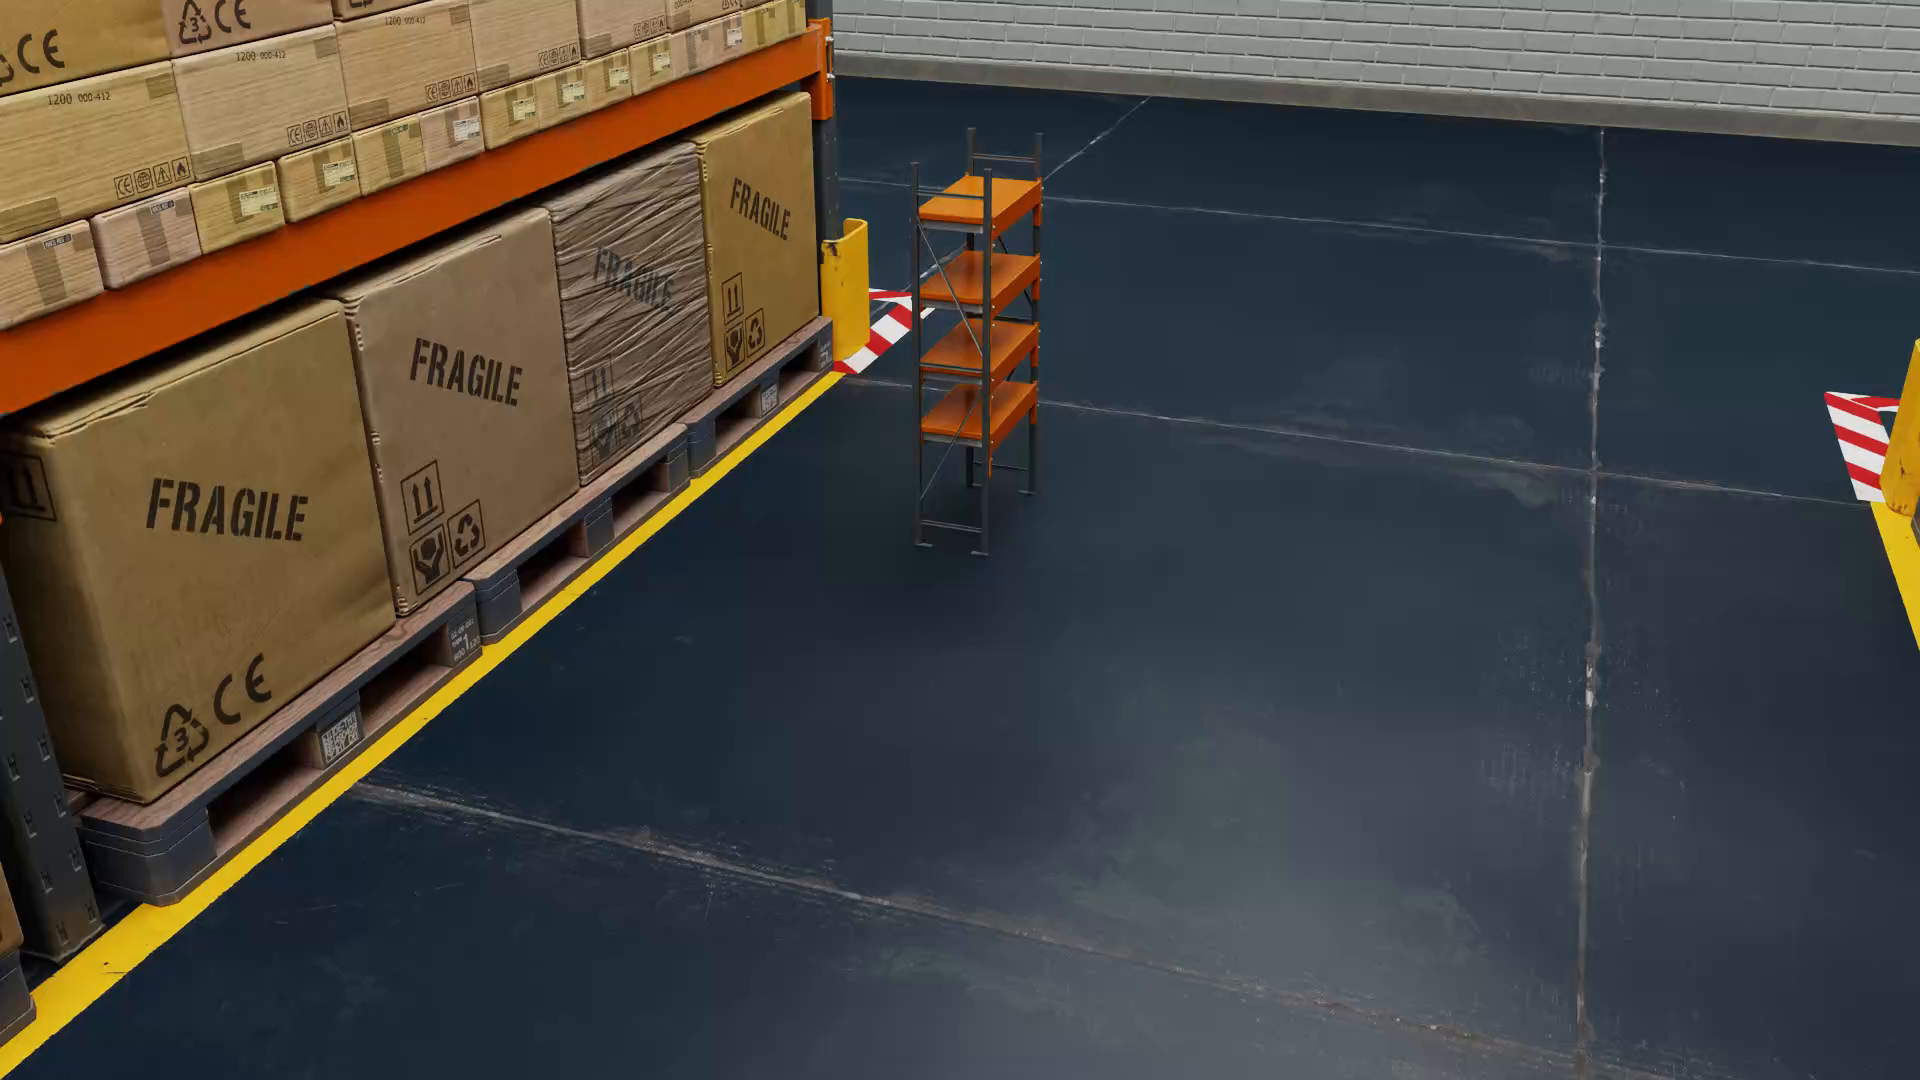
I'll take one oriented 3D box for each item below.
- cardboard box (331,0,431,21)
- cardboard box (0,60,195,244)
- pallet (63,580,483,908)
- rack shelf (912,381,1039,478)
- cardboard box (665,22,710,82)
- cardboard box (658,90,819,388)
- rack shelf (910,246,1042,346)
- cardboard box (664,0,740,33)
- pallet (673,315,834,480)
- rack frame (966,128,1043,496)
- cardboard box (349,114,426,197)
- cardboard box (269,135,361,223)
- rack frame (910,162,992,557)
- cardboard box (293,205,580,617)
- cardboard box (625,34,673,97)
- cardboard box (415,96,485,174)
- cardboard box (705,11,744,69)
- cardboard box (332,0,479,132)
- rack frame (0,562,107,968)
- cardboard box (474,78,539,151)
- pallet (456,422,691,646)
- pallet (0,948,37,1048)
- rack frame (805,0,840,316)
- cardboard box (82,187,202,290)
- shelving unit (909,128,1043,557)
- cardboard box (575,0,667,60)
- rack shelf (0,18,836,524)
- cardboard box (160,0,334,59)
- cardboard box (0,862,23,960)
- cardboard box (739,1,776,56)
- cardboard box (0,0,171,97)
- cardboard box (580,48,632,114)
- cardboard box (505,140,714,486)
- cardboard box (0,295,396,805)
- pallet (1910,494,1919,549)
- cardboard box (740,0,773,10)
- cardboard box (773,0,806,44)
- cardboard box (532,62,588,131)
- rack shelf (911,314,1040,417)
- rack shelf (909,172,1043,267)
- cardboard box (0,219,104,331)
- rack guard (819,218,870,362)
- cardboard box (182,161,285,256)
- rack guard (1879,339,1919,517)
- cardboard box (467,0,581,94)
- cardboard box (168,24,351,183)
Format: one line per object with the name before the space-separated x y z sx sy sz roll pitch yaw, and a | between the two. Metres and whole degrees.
cardboard box | -1.566 -1.546 3.971 0.500 0.500 0.500 8 27 16
cardboard box | -1.903 -0.788 3.266 0.500 0.250 0.500 8 27 16
pallet | -1.980 0.387 4.208 1.003 0.211 1.213 9 27 17
rack shelf | 0.055 -0.369 5.245 0.258 0.148 0.480 9 27 17
cardboard box | -1.037 -1.590 5.381 0.380 0.149 0.250 9 27 18
cardboard box | -1.113 -1.169 6.178 0.875 0.875 0.875 9 27 17
rack shelf | 0.055 -0.749 5.061 0.258 0.148 0.480 9 27 17
cardboard box | -1.056 -1.831 5.420 0.500 0.250 0.500 8 27 17
pallet | -1.168 -0.615 6.279 1.003 0.211 1.213 9 27 17
rack frame | 0.136 -0.708 5.336 0.240 1.200 0.015 9 27 17
cardboard box | -1.549 -0.957 4.072 0.380 0.149 0.250 8 27 17
cardboard box | -1.634 -0.851 3.855 0.380 0.149 0.250 8 27 16
rack frame | -0.026 -0.508 4.922 0.240 1.200 0.015 9 27 17
cardboard box | -1.712 -0.429 4.650 0.875 0.875 0.875 9 27 17
cardboard box | -1.122 -1.483 5.160 0.380 0.149 0.250 8 27 16
cardboard box | -1.464 -1.060 4.285 0.380 0.149 0.250 9 27 18
cardboard box | -0.953 -1.693 5.592 0.380 0.149 0.250 9 27 18
cardboard box | -1.566 -1.205 4.128 0.500 0.250 0.500 9 27 19
rack frame | -2.307 -0.567 2.978 1.000 3.000 0.127 9 27 17
cardboard box | -1.377 -1.168 4.508 0.380 0.149 0.250 8 27 16
pallet | -1.575 -0.116 5.247 1.003 0.211 1.213 9 27 17
pallet | -2.492 1.016 2.908 1.003 0.211 1.213 9 27 17
rack frame | -0.975 -2.210 6.373 1.000 3.000 0.127 9 27 17
cardboard box | -1.807 -0.635 3.407 0.380 0.149 0.250 8 27 16
shelving unit | 0.055 -0.608 5.129 0.258 1.200 0.503 9 27 17
cardboard box | -1.225 -1.622 4.988 0.500 0.250 0.500 8 27 16
rack shelf | -1.641 -1.065 4.832 1.077 0.370 4.000 9 27 17
cardboard box | -1.735 -1.332 3.528 0.500 0.500 0.500 9 27 17
cardboard box | -2.501 0.467 2.800 1.225 0.875 0.875 9 27 18
cardboard box | -0.868 -1.796 5.806 0.380 0.149 0.250 9 27 18
cardboard box | -1.906 -1.130 3.113 0.500 0.500 0.500 9 27 17
cardboard box | -1.208 -1.377 4.939 0.380 0.149 0.250 9 27 18
cardboard box | -1.416 -0.795 5.405 0.875 0.875 0.875 9 27 17
cardboard box | -2.011 -0.059 3.886 0.875 0.875 0.875 9 27 17
pallet | 3.339 0.165 4.666 1.003 0.211 1.213 9 27 17
cardboard box | -0.886 -2.039 5.850 0.500 0.250 0.500 8 27 17
cardboard box | -0.783 -1.903 6.027 0.380 0.149 0.250 9 27 18
cardboard box | -1.292 -1.275 4.730 0.380 0.149 0.250 9 27 18
rack shelf | 0.055 -0.548 5.158 0.258 0.148 0.480 9 27 17
rack shelf | 0.055 -0.962 4.958 0.258 0.148 0.480 9 27 17
cardboard box | -1.894 -0.527 3.184 0.380 0.149 0.250 9 27 18
rack guard | -0.967 -1.095 6.938 1.175 0.500 0.348 9 27 17
cardboard box | -1.720 -0.743 3.631 0.380 0.149 0.250 10 27 19
rack guard | 3.643 -0.293 5.282 1.175 0.500 0.348 9 27 17
cardboard box | -1.394 -1.407 4.545 0.500 0.250 0.500 9 27 18
cardboard box | -1.733 -0.992 3.687 0.500 0.250 0.500 9 27 17
